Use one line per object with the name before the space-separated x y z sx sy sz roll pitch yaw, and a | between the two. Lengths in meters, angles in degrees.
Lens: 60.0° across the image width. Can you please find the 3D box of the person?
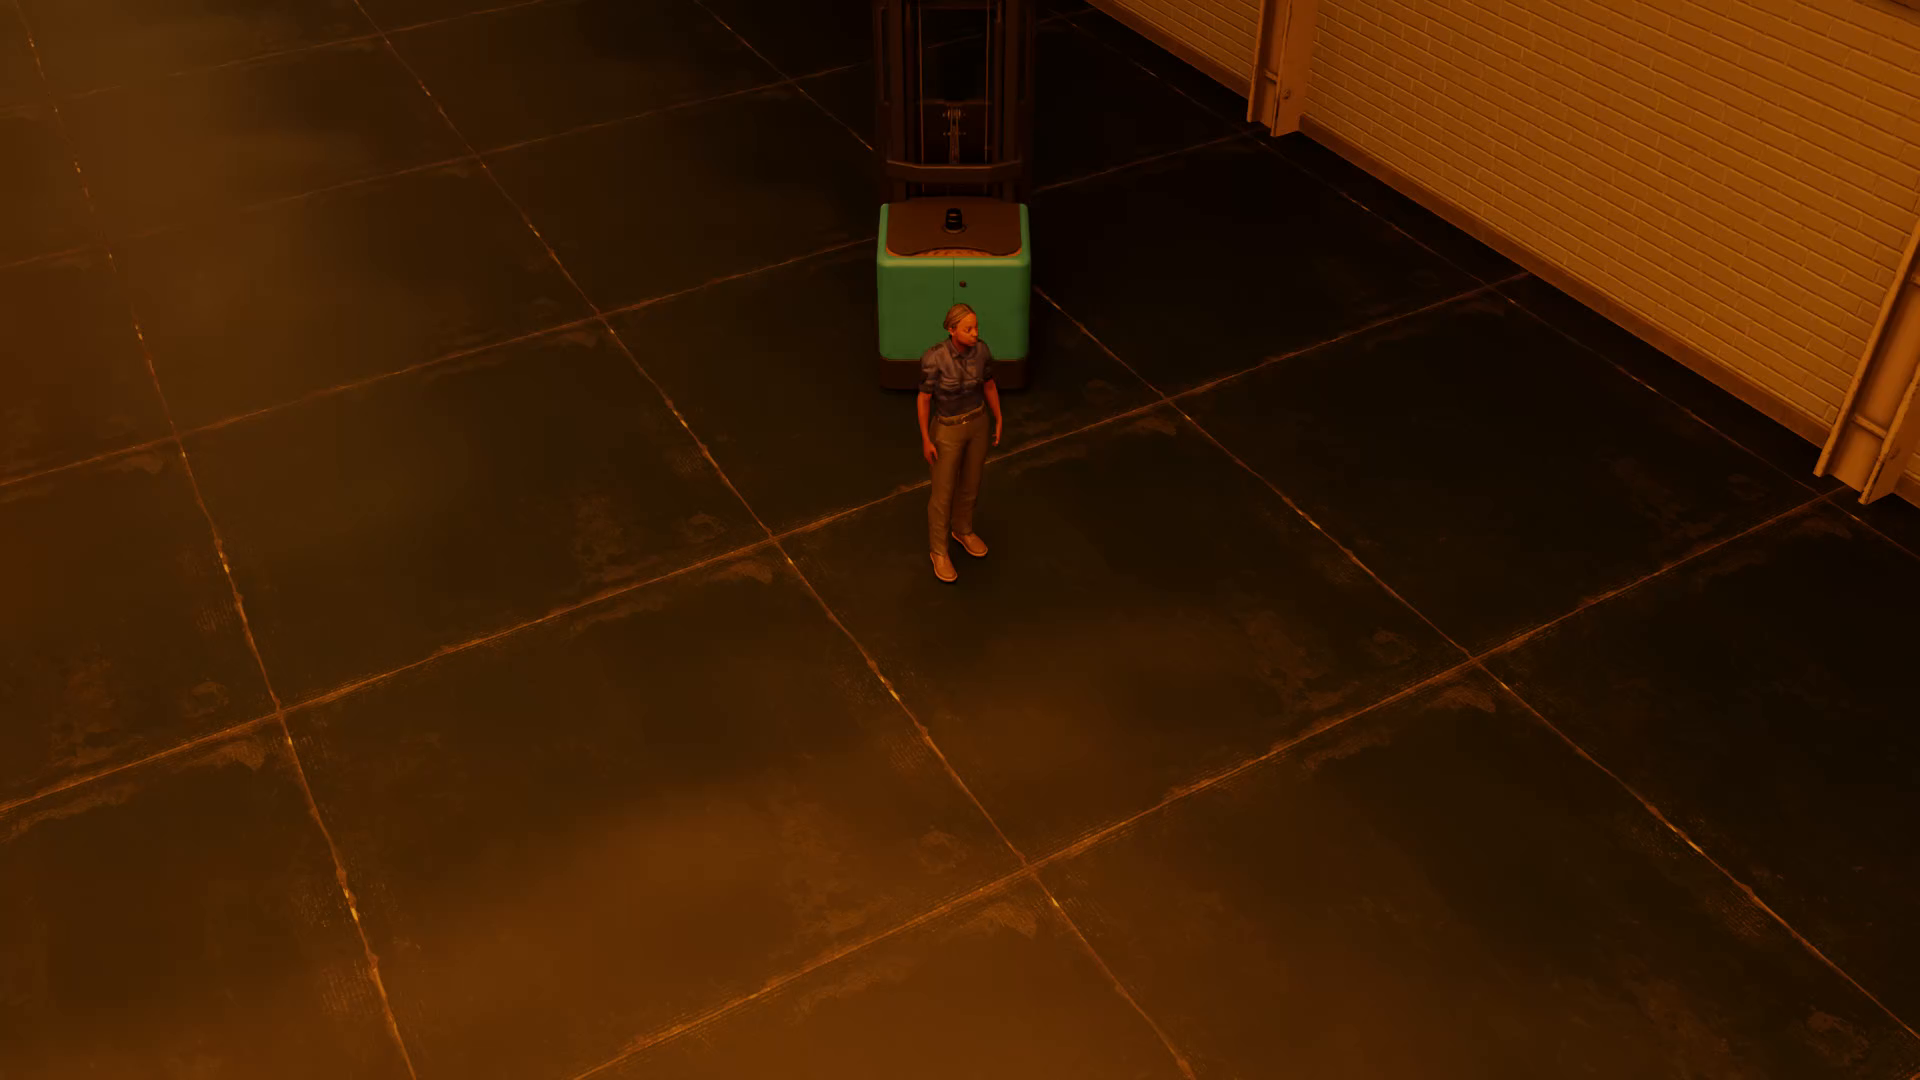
person | 0.027 -0.588 9.733 0.569 1.656 0.503 -20 44 -23

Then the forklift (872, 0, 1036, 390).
forklift | -0.039 -3.077 11.746 1.130 2.935 3.031 0 40 0
